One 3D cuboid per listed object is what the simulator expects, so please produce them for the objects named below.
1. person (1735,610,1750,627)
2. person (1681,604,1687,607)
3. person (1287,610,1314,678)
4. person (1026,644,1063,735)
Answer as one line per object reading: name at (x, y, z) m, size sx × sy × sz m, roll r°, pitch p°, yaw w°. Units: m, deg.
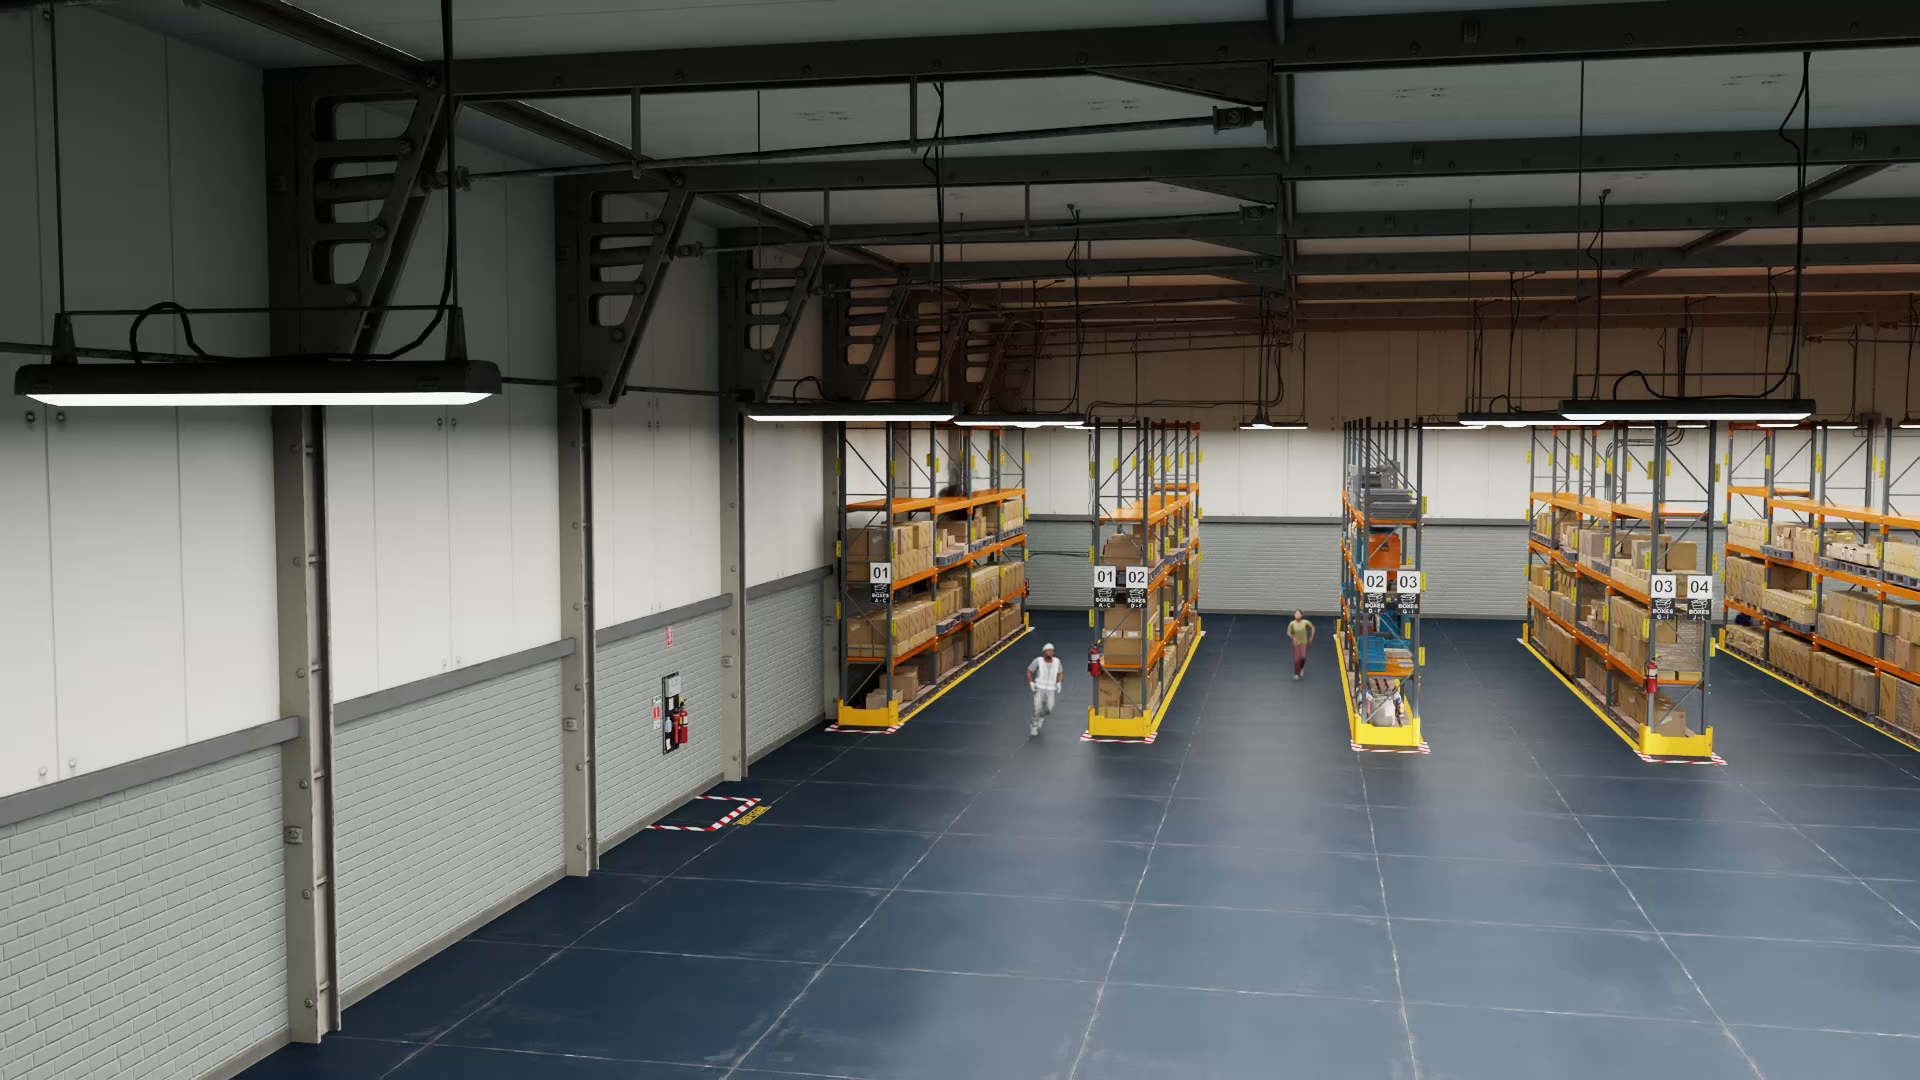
person at (21.409, 2.035, 45.277) m, size 0.654 × 1.642 × 0.771 m, roll 3°, pitch 5°, yaw 37°
person at (18.903, 2.062, 43.949) m, size 0.673 × 1.627 × 0.487 m, roll 2°, pitch 4°, yaw 33°
person at (7.850, 2.412, 38.380) m, size 0.596 × 1.622 × 0.716 m, roll 1°, pitch 4°, yaw 16°
person at (1.624, 2.827, 31.528) m, size 0.740 × 1.723 × 0.502 m, roll -1°, pitch 4°, yaw -10°
